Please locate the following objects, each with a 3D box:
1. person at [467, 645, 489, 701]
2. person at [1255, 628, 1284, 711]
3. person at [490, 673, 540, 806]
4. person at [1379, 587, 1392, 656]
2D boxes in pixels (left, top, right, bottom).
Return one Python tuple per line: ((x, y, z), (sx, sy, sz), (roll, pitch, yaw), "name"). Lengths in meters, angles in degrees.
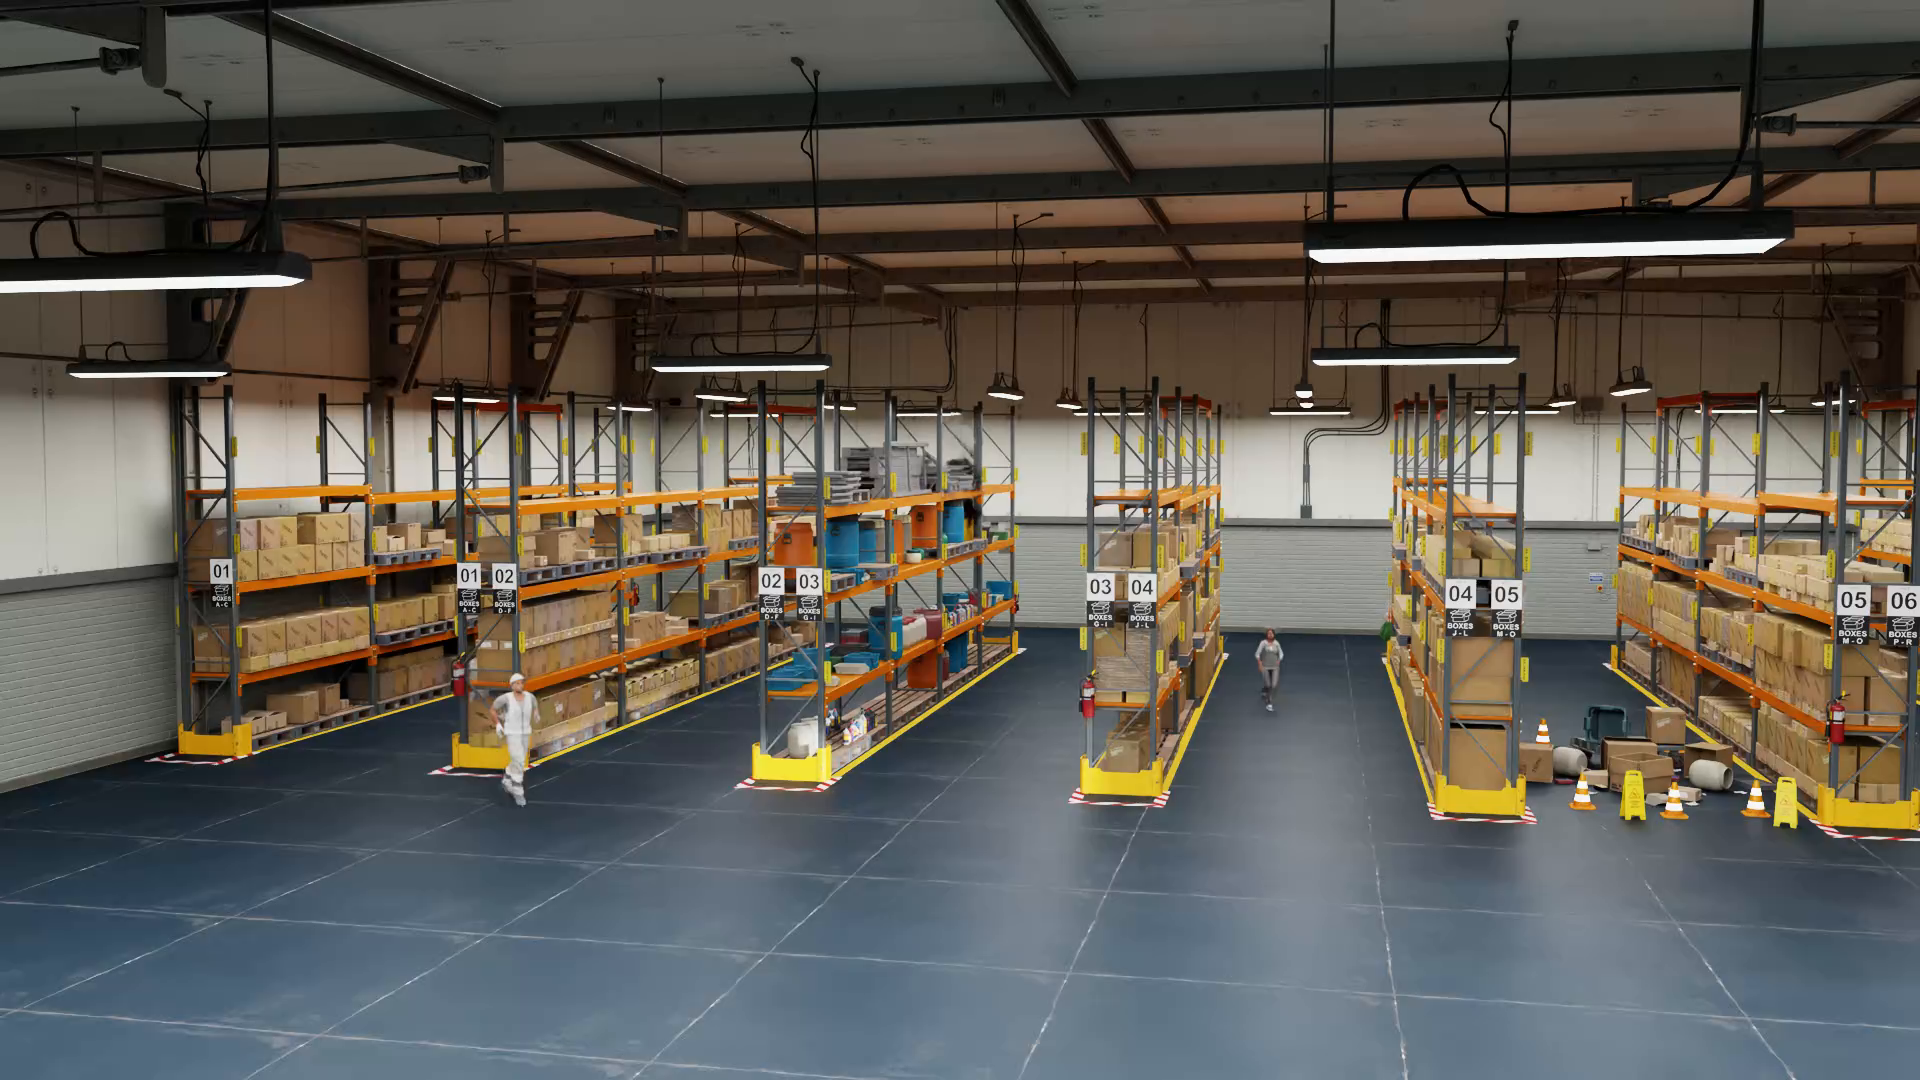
((-8.277, 2.592, 28.513), (0.557, 1.630, 0.553), (0, 3, 5), "person")
((5.907, 2.457, 31.730), (0.538, 1.557, 0.549), (0, 3, 0), "person")
((-6.262, 2.787, 23.519), (0.811, 1.834, 0.646), (3, 4, 42), "person")
((10.313, 1.937, 39.667), (0.549, 1.718, 0.676), (0, 3, 4), "person")
